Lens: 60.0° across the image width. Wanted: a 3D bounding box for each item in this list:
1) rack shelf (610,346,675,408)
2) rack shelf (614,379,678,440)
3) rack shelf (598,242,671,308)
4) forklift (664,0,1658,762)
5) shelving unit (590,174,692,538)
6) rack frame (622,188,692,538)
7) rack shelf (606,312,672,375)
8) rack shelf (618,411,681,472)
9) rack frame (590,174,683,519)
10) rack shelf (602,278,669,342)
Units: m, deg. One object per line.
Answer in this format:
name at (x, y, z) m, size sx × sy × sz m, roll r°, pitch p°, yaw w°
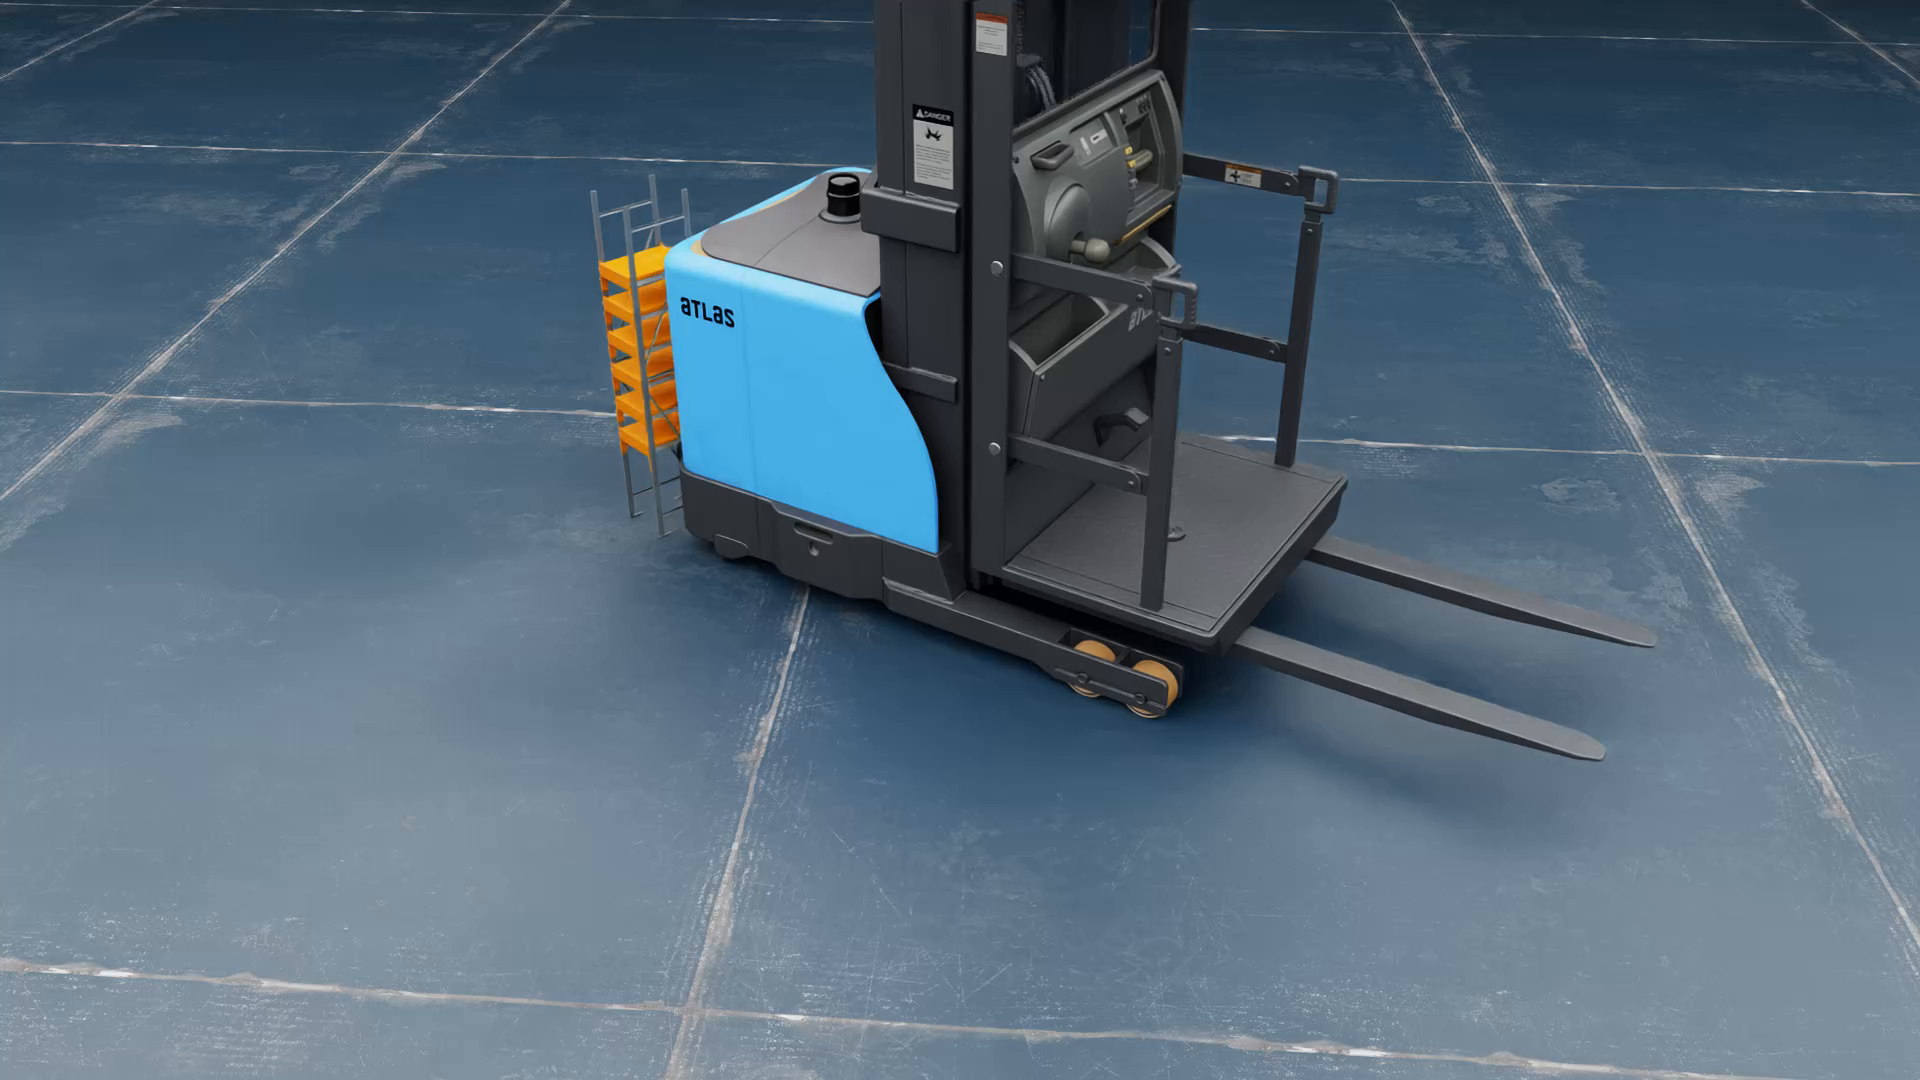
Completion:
rack shelf at (-1.016, -0.557, 5.595) m, size 0.258 × 0.103 × 0.180 m, roll -26°, pitch 40°, yaw -35°
rack shelf at (-1.016, -0.455, 5.658) m, size 0.258 × 0.103 × 0.180 m, roll -26°, pitch 40°, yaw -35°
rack shelf at (-1.016, -0.864, 5.406) m, size 0.258 × 0.103 × 0.180 m, roll -26°, pitch 40°, yaw -35°
forklift at (0.581, -1.043, 4.650) m, size 3.031 × 2.935 × 1.130 m, roll 18°, pitch 36°, yaw 27°
shelving unit at (-1.016, -0.595, 5.572) m, size 0.258 × 1.200 × 0.189 m, roll -26°, pitch 40°, yaw -35°
rack frame at (-0.953, -0.560, 5.515) m, size 0.240 × 1.200 × 0.006 m, roll -26°, pitch 40°, yaw -35°
rack shelf at (-1.016, -0.659, 5.532) m, size 0.258 × 0.103 × 0.180 m, roll -26°, pitch 40°, yaw -35°
rack shelf at (-1.016, -0.353, 5.721) m, size 0.258 × 0.103 × 0.180 m, roll -26°, pitch 40°, yaw -35°
rack frame at (-1.078, -0.630, 5.629) m, size 0.240 × 1.200 × 0.006 m, roll -26°, pitch 40°, yaw -35°
rack shelf at (-1.016, -0.761, 5.469) m, size 0.258 × 0.103 × 0.180 m, roll -26°, pitch 40°, yaw -35°
